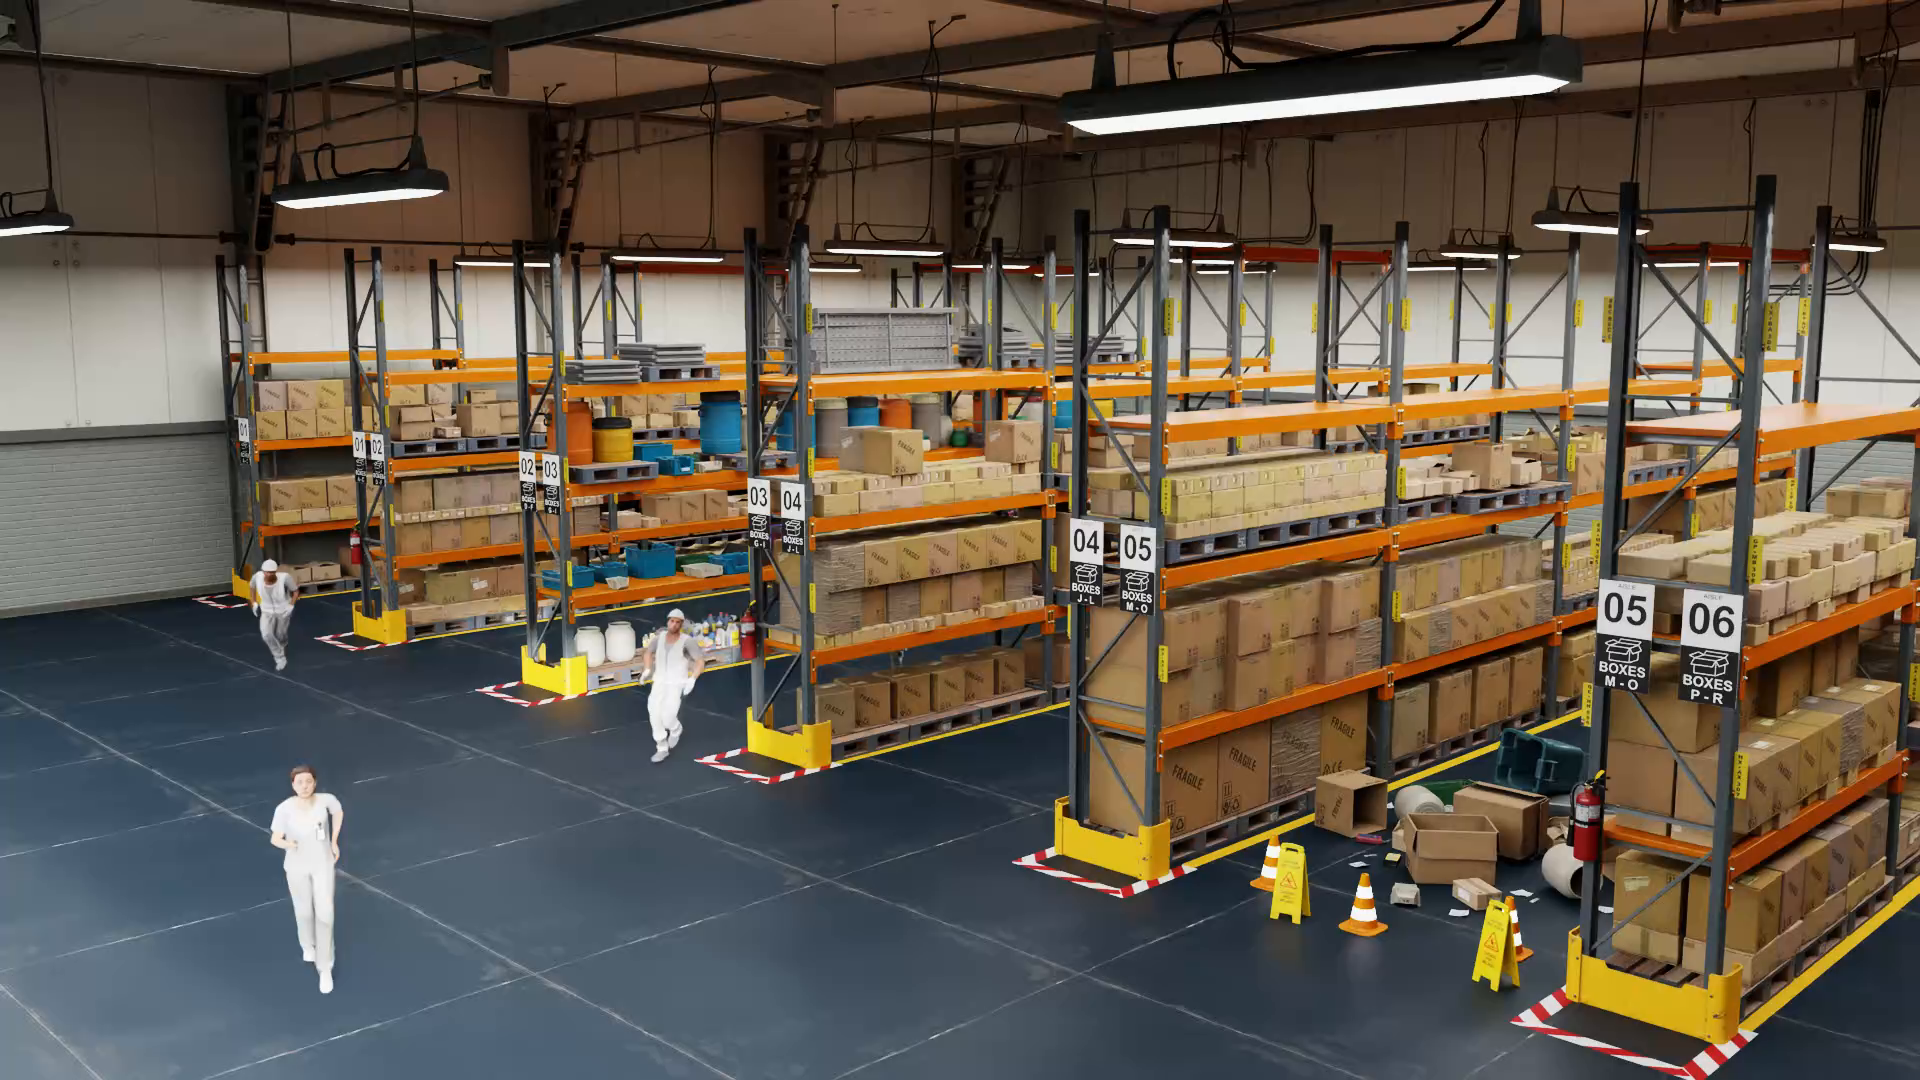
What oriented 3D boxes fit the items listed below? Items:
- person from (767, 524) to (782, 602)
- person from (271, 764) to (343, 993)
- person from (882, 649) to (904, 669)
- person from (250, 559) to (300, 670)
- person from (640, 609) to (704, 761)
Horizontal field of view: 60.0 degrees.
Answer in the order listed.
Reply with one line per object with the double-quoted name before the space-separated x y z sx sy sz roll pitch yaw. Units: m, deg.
"person" -3.085 0.217 27.310 0.575 1.622 0.505 6 10 37
"person" -4.994 2.543 12.770 0.511 1.713 0.825 -3 9 -18
"person" -0.871 1.183 22.811 0.538 1.557 0.549 4 9 27
"person" -9.779 1.028 23.822 0.682 1.631 1.089 -2 8 -11
"person" -3.277 1.643 18.929 0.724 1.736 0.554 2 8 14
